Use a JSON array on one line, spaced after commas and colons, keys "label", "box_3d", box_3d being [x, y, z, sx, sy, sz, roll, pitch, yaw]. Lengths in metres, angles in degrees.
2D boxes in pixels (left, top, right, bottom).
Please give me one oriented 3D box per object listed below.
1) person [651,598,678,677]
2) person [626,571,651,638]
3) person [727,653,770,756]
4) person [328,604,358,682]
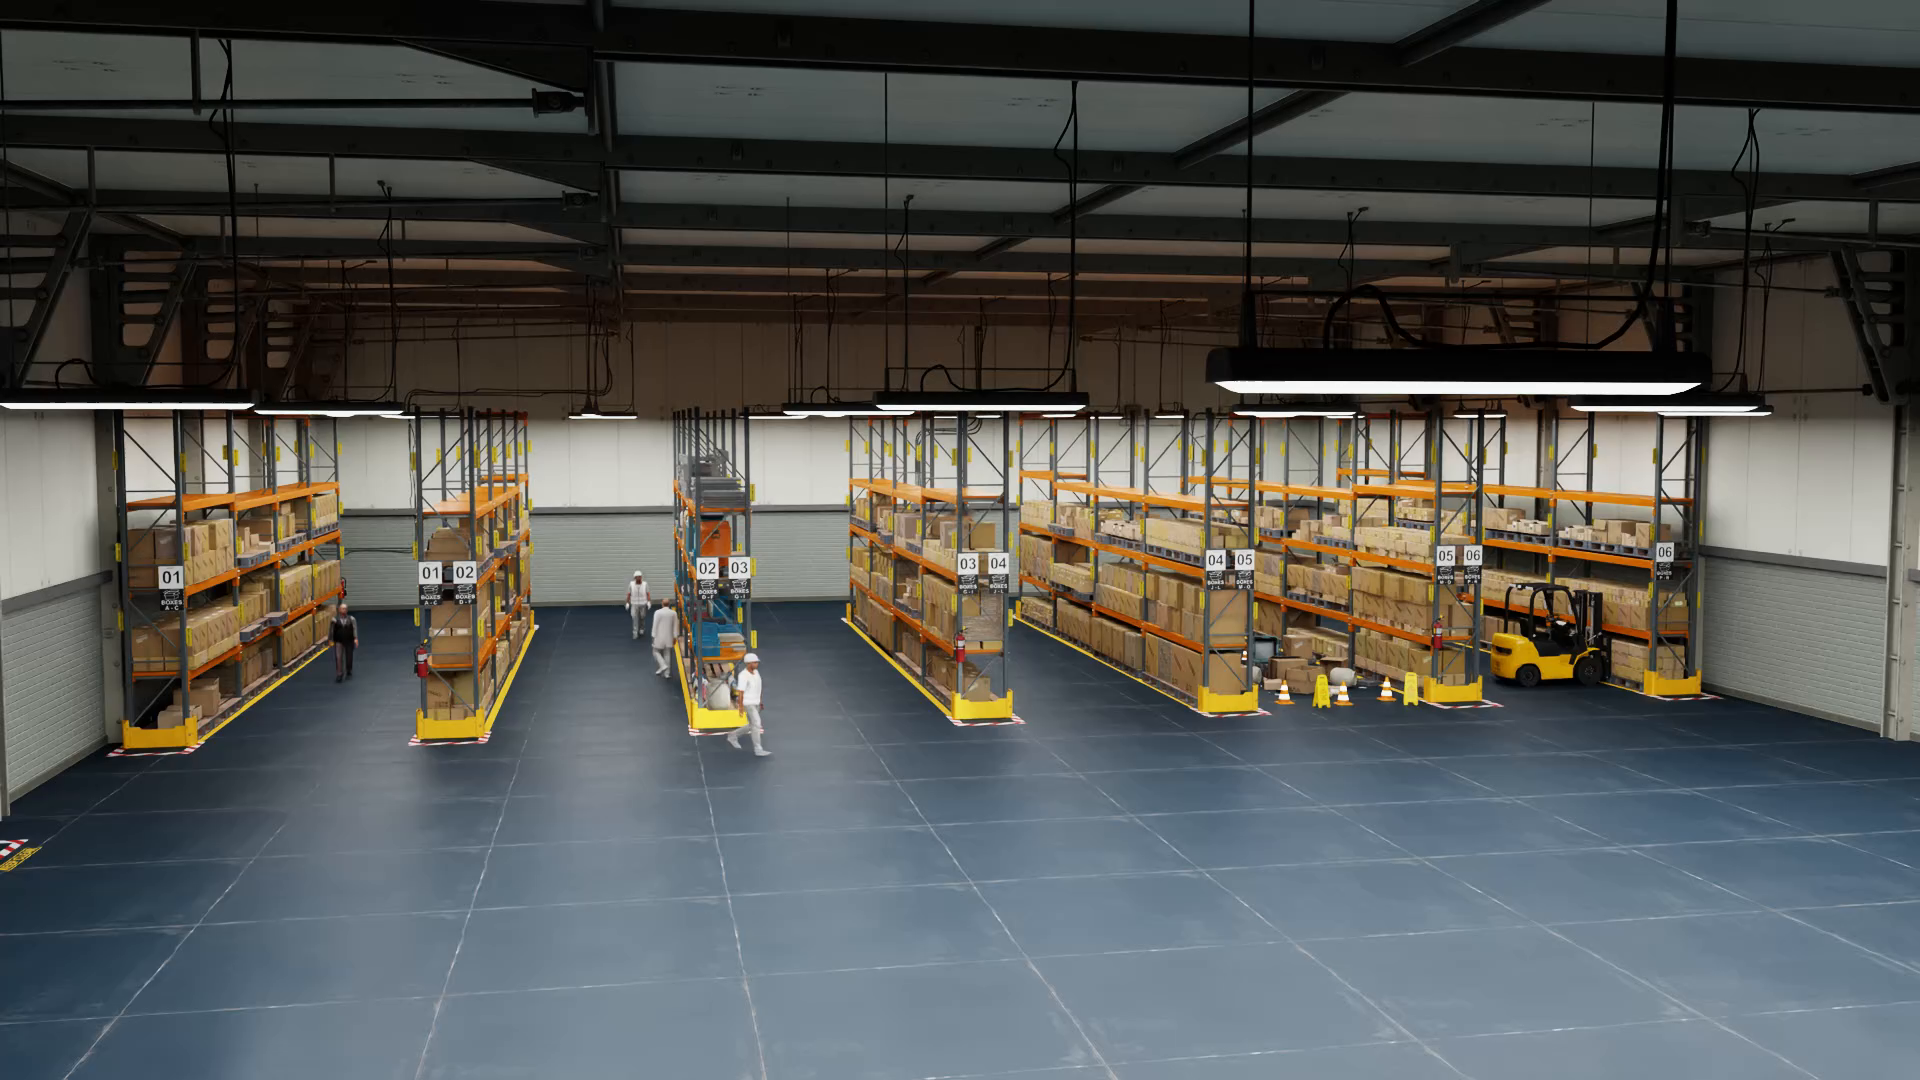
[{"label": "person", "box_3d": [-6.585, 2.185, 37.154, 0.621, 1.774, 0.571, -2, 5, -27]}, {"label": "person", "box_3d": [-8.536, 1.694, 44.102, 0.662, 1.720, 1.039, -1, 4, -10]}, {"label": "person", "box_3d": [-3.625, 2.816, 28.627, 0.908, 1.740, 0.630, 1, 4, 19]}, {"label": "person", "box_3d": [-13.664, 2.253, 36.821, 0.633, 1.663, 1.080, -1, 4, -20]}]
